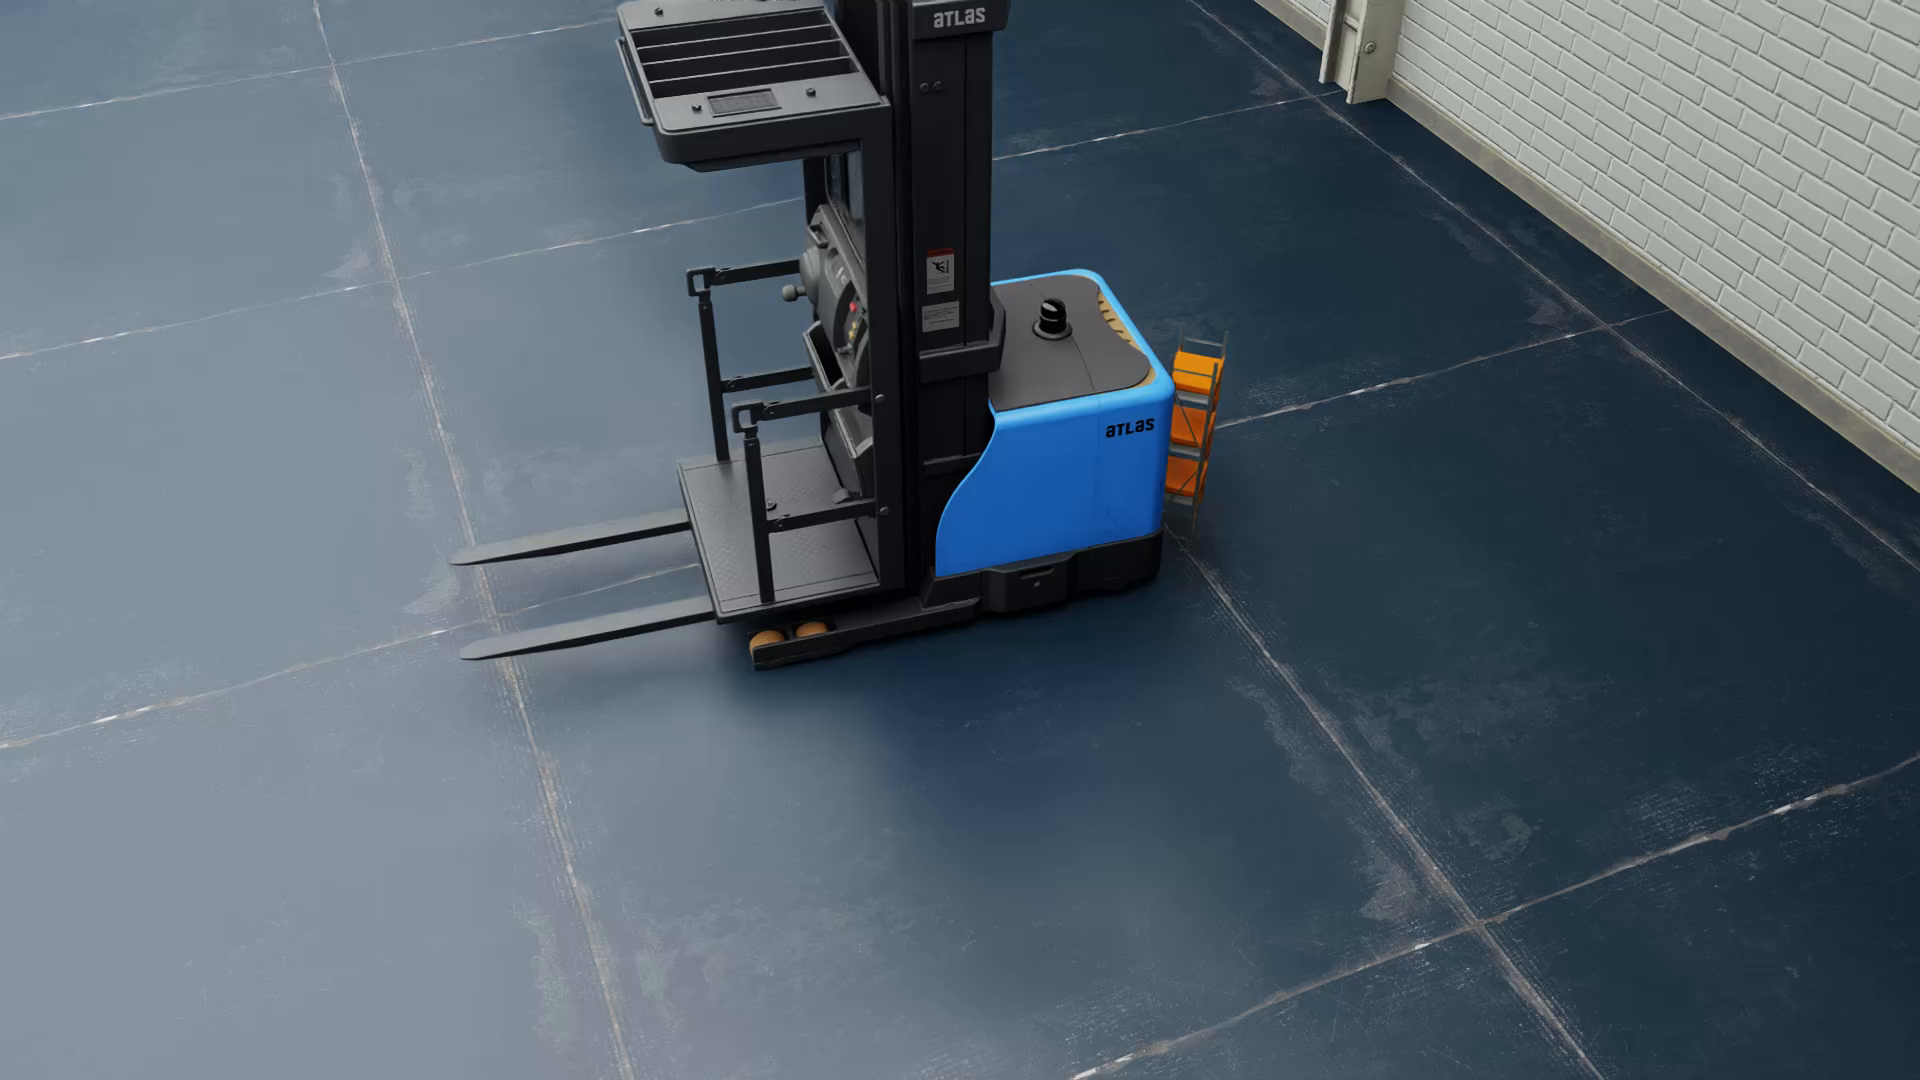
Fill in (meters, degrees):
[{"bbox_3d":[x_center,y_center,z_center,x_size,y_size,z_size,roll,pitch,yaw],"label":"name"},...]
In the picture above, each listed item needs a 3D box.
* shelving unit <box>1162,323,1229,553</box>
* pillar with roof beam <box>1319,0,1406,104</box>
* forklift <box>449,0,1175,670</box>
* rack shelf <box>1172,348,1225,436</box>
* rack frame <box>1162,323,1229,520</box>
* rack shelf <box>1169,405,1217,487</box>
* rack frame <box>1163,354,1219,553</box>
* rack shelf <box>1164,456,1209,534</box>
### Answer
[{"bbox_3d":[1.001,-0.437,7.367,0.215,1.050,0.252,12,42,12],"label":"shelving unit"},{"bbox_3d":[-1.323,-5.384,7.028,9.100,9.000,0.400,-15,43,-17],"label":"pillar with roof beam"},{"bbox_3d":[-0.680,-0.951,6.527,3.031,2.935,1.130,-11,42,-13],"label":"forklift"},{"bbox_3d":[1.008,-0.642,7.187,0.215,0.259,0.240,12,42,12],"label":"rack shelf"},{"bbox_3d":[1.037,-0.513,7.455,0.200,1.050,0.008,12,42,12],"label":"rack frame"},{"bbox_3d":[1.001,-0.429,7.374,0.215,0.259,0.240,12,42,12],"label":"rack shelf"},{"bbox_3d":[0.966,-0.361,7.278,0.200,1.050,0.008,12,42,12],"label":"rack frame"},{"bbox_3d":[0.994,-0.220,7.557,0.215,0.259,0.240,12,42,12],"label":"rack shelf"}]
